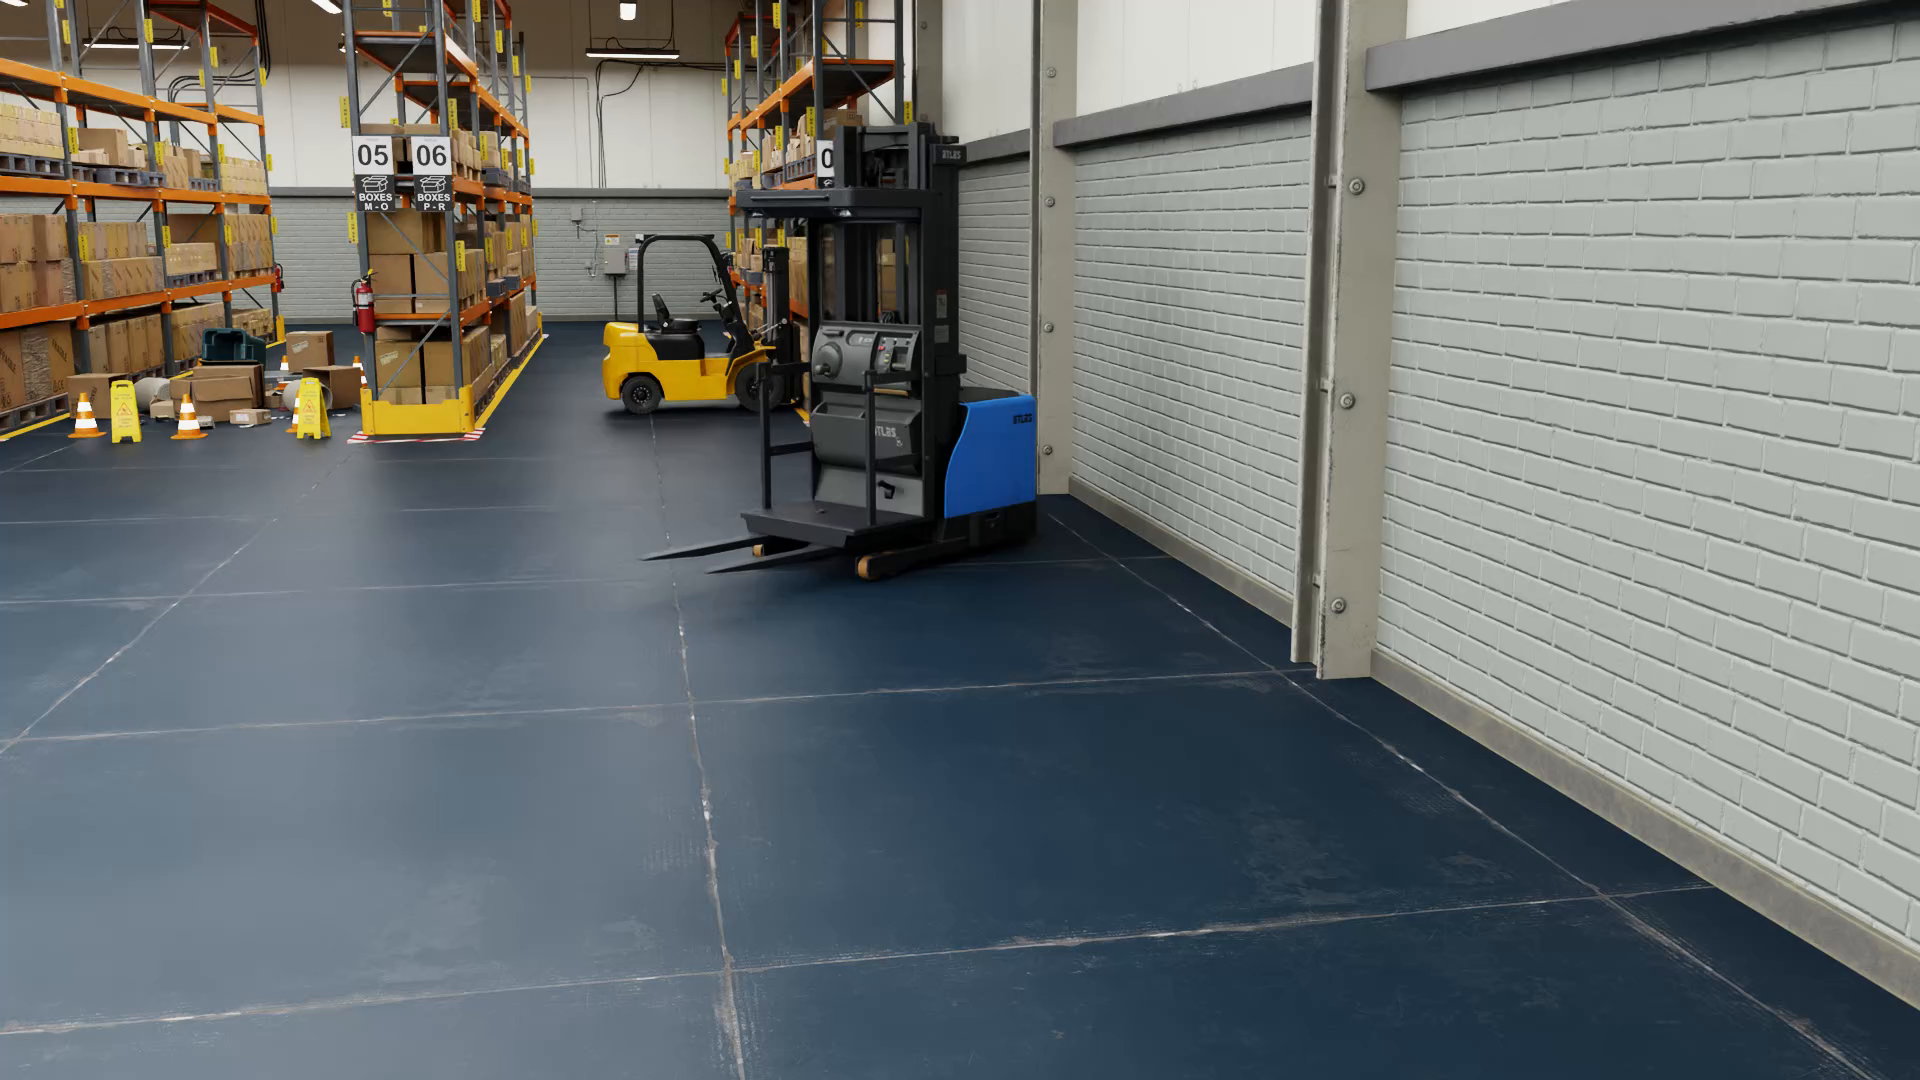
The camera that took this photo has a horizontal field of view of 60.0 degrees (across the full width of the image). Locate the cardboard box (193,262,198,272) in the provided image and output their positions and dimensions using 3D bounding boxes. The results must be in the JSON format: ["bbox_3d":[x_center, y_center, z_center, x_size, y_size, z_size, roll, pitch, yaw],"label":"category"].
[{"bbox_3d":[-12.646,-4.446,27.080,0.380,0.149,0.250,-2,11,-9],"label":"cardboard box"}]

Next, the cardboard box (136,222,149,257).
[{"bbox_3d":[-12.318,-4.391,24.303,0.700,0.500,0.500,-2,11,-11],"label":"cardboard box"}]

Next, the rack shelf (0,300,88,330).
[{"bbox_3d":[-11.229,-2.480,19.126,1.077,0.370,4.000,-2,11,-11],"label":"rack shelf"}]

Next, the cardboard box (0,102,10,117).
[{"bbox_3d":[-10.889,-4.816,18.606,0.380,0.149,0.250,-2,11,-10],"label":"cardboard box"}]

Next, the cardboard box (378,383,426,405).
[{"bbox_3d":[-6.430,-1.663,19.143,0.500,0.250,0.500,-2,11,-11],"label":"cardboard box"}]

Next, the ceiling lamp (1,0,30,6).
[{"bbox_3d":[-15.193,-10.267,26.461,0.800,3.185,2.000,-2,11,-11],"label":"ceiling lamp"}]

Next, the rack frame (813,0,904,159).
[{"bbox_3d":[-1.136,-5.793,18.566,1.000,3.000,0.127,-2,11,-11],"label":"rack frame"}]

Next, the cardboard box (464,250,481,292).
[{"bbox_3d":[-6.239,-3.332,20.618,0.500,0.500,0.500,-2,11,-9],"label":"cardboard box"}]

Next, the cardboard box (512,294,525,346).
[{"bbox_3d":[-7.956,-3.752,28.447,0.875,0.875,0.875,-2,11,-9],"label":"cardboard box"}]

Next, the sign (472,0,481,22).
[{"bbox_3d":[-6.246,-6.860,21.460,0.100,0.325,0.005,-2,11,-11],"label":"sign"}]

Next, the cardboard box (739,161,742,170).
[{"bbox_3d":[-3.712,-6.633,29.489,0.380,0.149,0.250,-2,11,-12],"label":"cardboard box"}]

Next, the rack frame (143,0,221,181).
[{"bbox_3d":[-13.174,-7.614,28.134,1.000,3.000,0.127,-2,11,-11],"label":"rack frame"}]

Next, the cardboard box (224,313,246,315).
[{"bbox_3d":[-13.307,-4.077,30.504,0.380,0.149,0.250,-3,11,-13],"label":"cardboard box"}]

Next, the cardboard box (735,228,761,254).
[{"bbox_3d":[-4.132,-5.853,32.527,0.500,0.500,0.500,-2,11,-10],"label":"cardboard box"}]

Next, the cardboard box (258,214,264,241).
[{"bbox_3d":[-13.520,-5.919,31.537,0.500,0.500,0.500,-3,11,-13],"label":"cardboard box"}]

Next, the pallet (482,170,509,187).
[{"bbox_3d":[-7.002,-5.087,23.381,1.213,0.211,1.003,-2,11,-11],"label":"pallet"}]

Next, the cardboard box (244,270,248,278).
[{"bbox_3d":[-13.212,-4.847,30.314,0.380,0.149,0.250,-2,11,-8],"label":"cardboard box"}]

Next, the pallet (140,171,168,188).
[{"bbox_3d":[-12.219,-5.198,23.968,1.213,0.211,1.003,-2,11,-8],"label":"pallet"}]

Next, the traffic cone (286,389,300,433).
[{"bbox_3d":[-7.353,-1.451,18.580,0.336,0.463,0.334,-2,11,-11],"label":"traffic cone"}]

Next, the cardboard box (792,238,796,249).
[{"bbox_3d":[-1.996,-3.882,21.773,0.380,0.149,0.250,-2,11,-10],"label":"cardboard box"}]

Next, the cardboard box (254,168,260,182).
[{"bbox_3d":[-13.512,-6.877,31.349,0.500,0.250,0.500,-2,11,-13],"label":"cardboard box"}]

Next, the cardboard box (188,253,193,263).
[{"bbox_3d":[-12.601,-4.544,26.801,0.380,0.149,0.250,-2,11,-9],"label":"cardboard box"}]

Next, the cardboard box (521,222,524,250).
[{"bbox_3d":[-8.193,-5.502,30.141,0.500,0.500,0.500,-2,11,-11],"label":"cardboard box"}]

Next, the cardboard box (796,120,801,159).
[{"bbox_3d":[-1.638,-4.998,20.745,0.797,0.503,0.637,-2,11,-9],"label":"cardboard box"}]

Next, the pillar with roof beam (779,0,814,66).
[{"bbox_3d":[-6.944,-7.998,30.150,9.100,9.000,0.548,-2,11,-11],"label":"pillar with roof beam"}]

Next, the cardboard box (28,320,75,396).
[{"bbox_3d":[-11.564,-2.245,20.526,0.875,0.875,0.875,-2,11,-10],"label":"cardboard box"}]

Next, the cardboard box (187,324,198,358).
[{"bbox_3d":[-12.384,-3.143,26.249,0.500,0.500,0.500,-2,11,-10],"label":"cardboard box"}]

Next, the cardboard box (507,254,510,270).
[{"bbox_3d":[-7.416,-4.406,26.387,0.500,0.250,0.500,-2,11,-11],"label":"cardboard box"}]

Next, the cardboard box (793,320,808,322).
[{"bbox_3d":[-2.318,-2.995,25.138,0.875,0.625,0.625,-3,11,-13],"label":"cardboard box"}]

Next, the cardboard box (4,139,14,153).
[{"bbox_3d":[-10.888,-4.425,18.679,0.380,0.149,0.250,-2,11,-10],"label":"cardboard box"}]

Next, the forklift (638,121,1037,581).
[{"bbox_3d":[-0.779,-1.280,11.084,1.130,2.935,3.031,9,14,40],"label":"forklift"}]

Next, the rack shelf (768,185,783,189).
[{"bbox_3d":[-2.303,-5.067,24.695,1.077,0.370,4.000,-2,11,-11],"label":"rack shelf"}]

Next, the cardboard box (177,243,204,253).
[{"bbox_3d":[-12.752,-4.831,27.513,0.380,0.149,0.250,-2,11,-11],"label":"cardboard box"}]

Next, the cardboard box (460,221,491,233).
[{"bbox_3d":[-6.527,-4.218,22.413,0.380,0.149,0.250,-2,11,-11],"label":"cardboard box"}]

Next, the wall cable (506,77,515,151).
[{"bbox_3d":[-10.499,-9.579,38.459,0.463,3.000,0.029,-2,11,-11],"label":"wall cable"}]

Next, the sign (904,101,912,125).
[{"bbox_3d":[-0.590,-4.807,18.858,0.100,0.325,0.005,-2,11,-11],"label":"sign"}]

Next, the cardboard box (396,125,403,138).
[{"bbox_3d":[-6.372,-4.507,18.369,0.380,0.149,0.250,-2,11,-10],"label":"cardboard box"}]

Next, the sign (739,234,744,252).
[{"bbox_3d":[-4.001,-5.451,30.498,0.100,0.325,0.005,-2,11,-11],"label":"sign"}]

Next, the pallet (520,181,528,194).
[{"bbox_3d":[-8.721,-6.669,31.430,1.003,0.211,1.213,-2,11,-11],"label":"pallet"}]

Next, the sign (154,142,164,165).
[{"bbox_3d":[-11.850,-5.719,24.603,0.100,0.325,0.005,-2,11,-11],"label":"sign"}]

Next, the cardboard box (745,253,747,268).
[{"bbox_3d":[-3.576,-4.918,29.251,0.396,0.266,0.258,-2,11,-8],"label":"cardboard box"}]

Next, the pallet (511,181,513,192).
[{"bbox_3d":[-8.111,-6.079,28.602,0.805,0.209,1.217,-3,11,-13],"label":"pallet"}]

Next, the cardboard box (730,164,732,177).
[{"bbox_3d":[-4.327,-7.388,33.234,0.500,0.250,0.500,-2,11,-11],"label":"cardboard box"}]

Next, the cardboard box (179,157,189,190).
[{"bbox_3d":[-12.452,-5.754,26.113,0.500,0.500,0.500,-2,11,-11],"label":"cardboard box"}]

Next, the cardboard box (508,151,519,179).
[{"bbox_3d":[-8.246,-6.759,30.007,0.500,0.500,0.500,-2,11,-10],"label":"cardboard box"}]

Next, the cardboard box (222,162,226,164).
[{"bbox_3d":[-13.013,-6.622,28.940,0.380,0.149,0.250,-3,11,-13],"label":"cardboard box"}]

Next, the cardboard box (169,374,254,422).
[{"bbox_3d":[-8.829,-1.669,19.617,0.637,0.503,0.797,9,14,38],"label":"cardboard box"}]

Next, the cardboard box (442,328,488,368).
[{"bbox_3d":[-6.303,-2.430,21.168,0.500,0.500,0.500,-2,11,-10],"label":"cardboard box"}]

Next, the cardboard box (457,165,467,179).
[{"bbox_3d":[-6.005,-4.324,19.544,0.380,0.149,0.250,-2,11,-10],"label":"cardboard box"}]

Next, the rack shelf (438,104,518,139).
[{"bbox_3d":[-7.949,-6.896,27.355,1.077,0.370,4.000,-2,11,-11],"label":"rack shelf"}]

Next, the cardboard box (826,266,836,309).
[{"bbox_3d":[-1.489,-2.976,19.542,0.500,0.500,0.500,-2,11,-12],"label":"cardboard box"}]
